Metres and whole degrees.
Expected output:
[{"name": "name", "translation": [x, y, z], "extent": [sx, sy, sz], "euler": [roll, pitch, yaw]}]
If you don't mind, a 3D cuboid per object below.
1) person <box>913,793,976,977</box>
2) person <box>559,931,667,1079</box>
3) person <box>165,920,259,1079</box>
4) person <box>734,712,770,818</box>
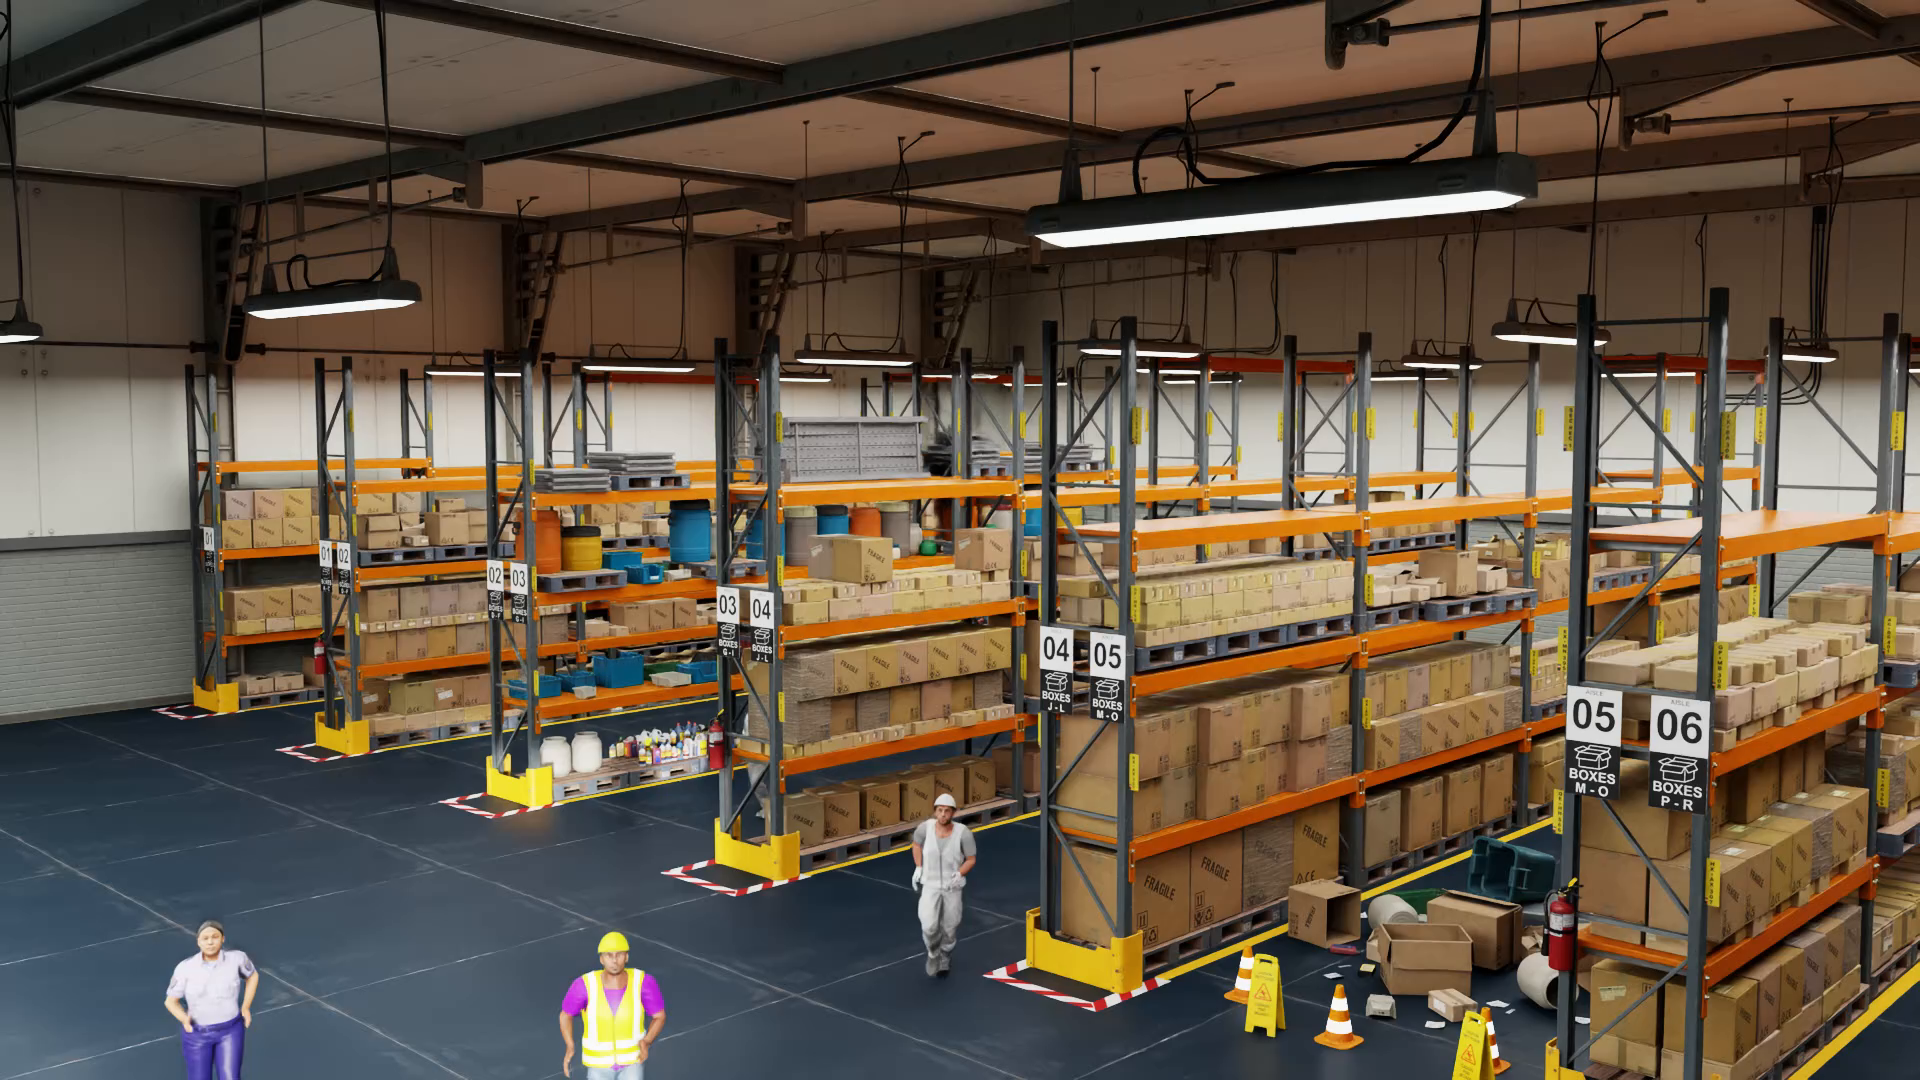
[{"name": "person", "translation": [-0.145, 3.131, 15.068], "extent": [0.585, 1.712, 0.731], "euler": [0, 4, 1]}, {"name": "person", "translation": [-2.301, 3.460, 11.080], "extent": [0.703, 1.717, 0.584], "euler": [-1, 5, -14]}, {"name": "person", "translation": [-5.216, 3.465, 11.634], "extent": [0.607, 1.639, 0.849], "euler": [-2, 5, -25]}, {"name": "person", "translation": [-2.568, 2.714, 21.044], "extent": [0.591, 1.651, 0.599], "euler": [3, 5, 33]}]
